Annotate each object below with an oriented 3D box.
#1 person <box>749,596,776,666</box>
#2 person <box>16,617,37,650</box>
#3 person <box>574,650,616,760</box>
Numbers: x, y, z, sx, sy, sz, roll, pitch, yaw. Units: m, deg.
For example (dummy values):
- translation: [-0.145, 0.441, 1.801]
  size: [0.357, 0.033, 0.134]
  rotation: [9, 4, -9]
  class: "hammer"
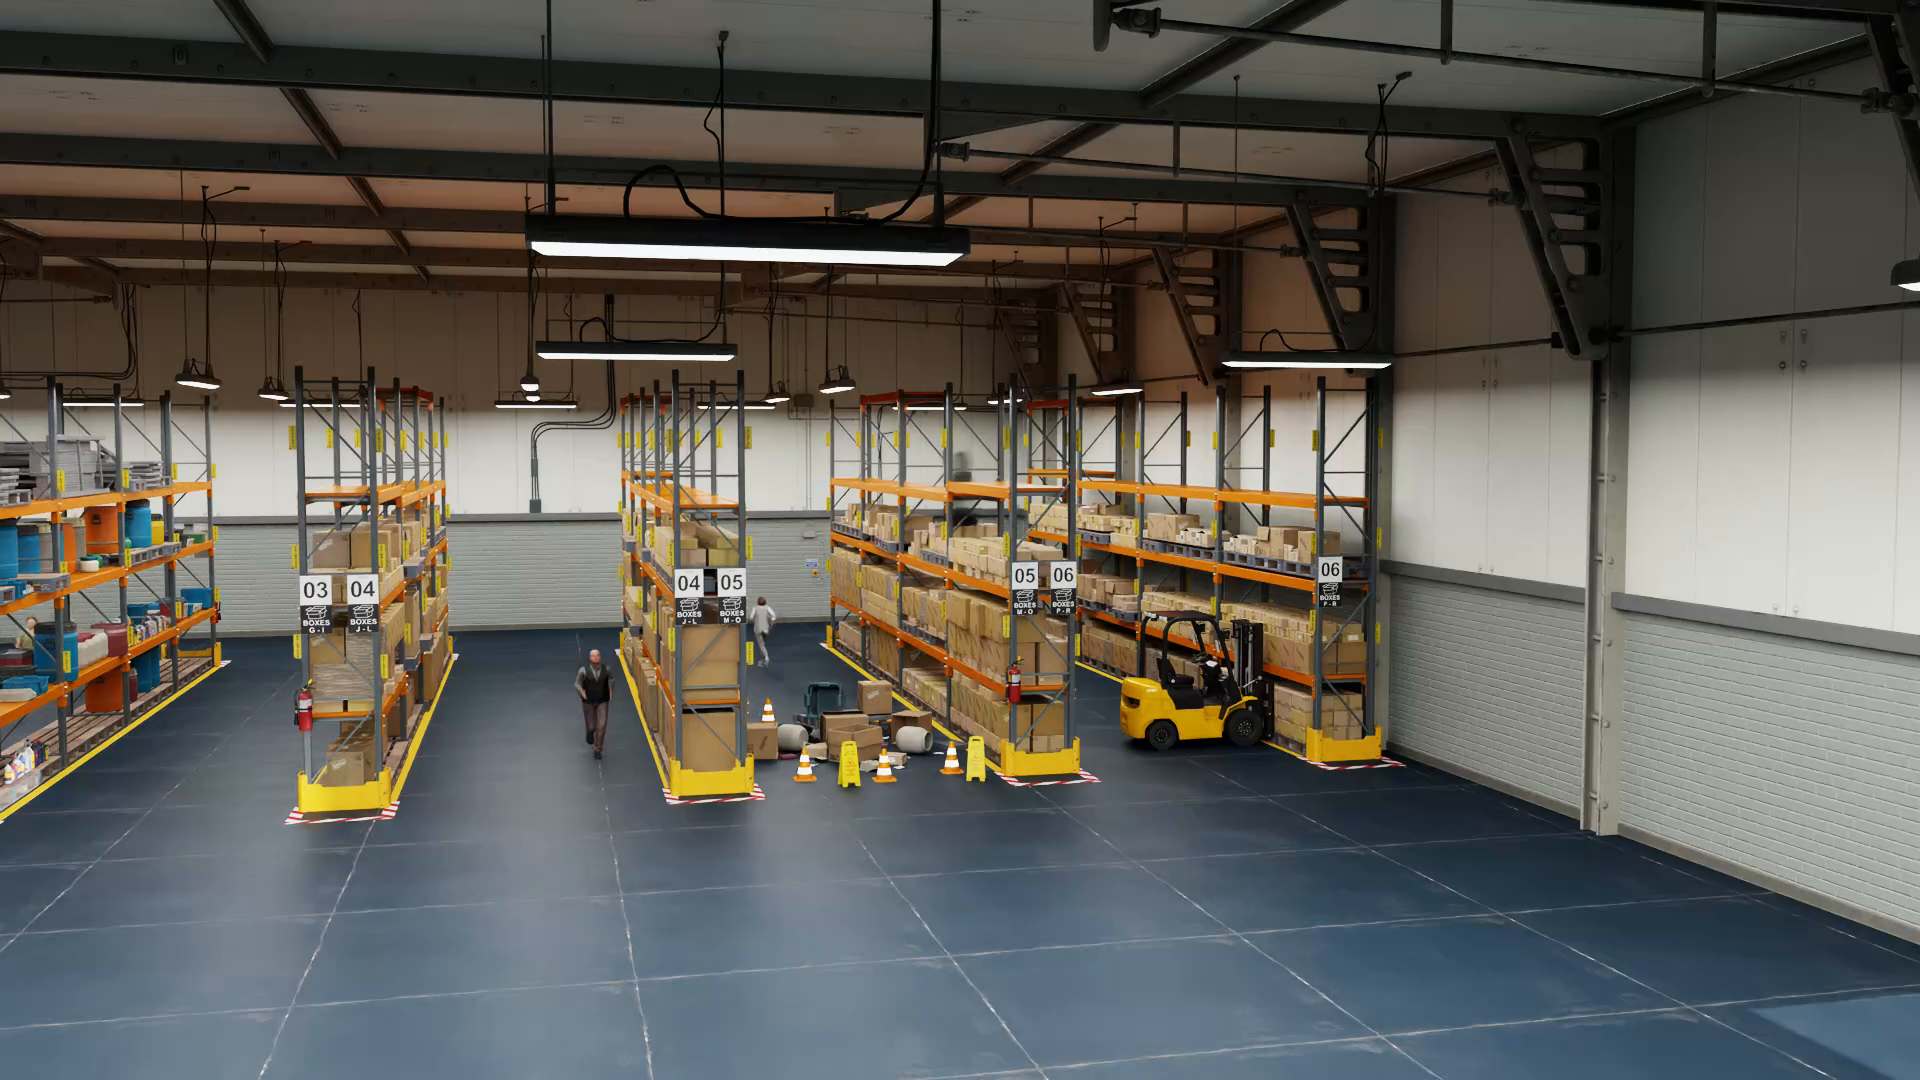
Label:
- translation: [-4.316, 2.045, 36.442]
  size: [0.541, 1.588, 0.997]
  rotation: [-1, 4, -21]
  class: "person"
- translation: [-17.774, 2.298, 31.910]
  size: [0.588, 1.668, 0.796]
  rotation: [-1, 4, -19]
  class: "person"
- translation: [-5.796, 2.595, 26.467]
  size: [0.671, 1.718, 0.799]
  rotation: [-1, 4, -18]
  class: "person"
